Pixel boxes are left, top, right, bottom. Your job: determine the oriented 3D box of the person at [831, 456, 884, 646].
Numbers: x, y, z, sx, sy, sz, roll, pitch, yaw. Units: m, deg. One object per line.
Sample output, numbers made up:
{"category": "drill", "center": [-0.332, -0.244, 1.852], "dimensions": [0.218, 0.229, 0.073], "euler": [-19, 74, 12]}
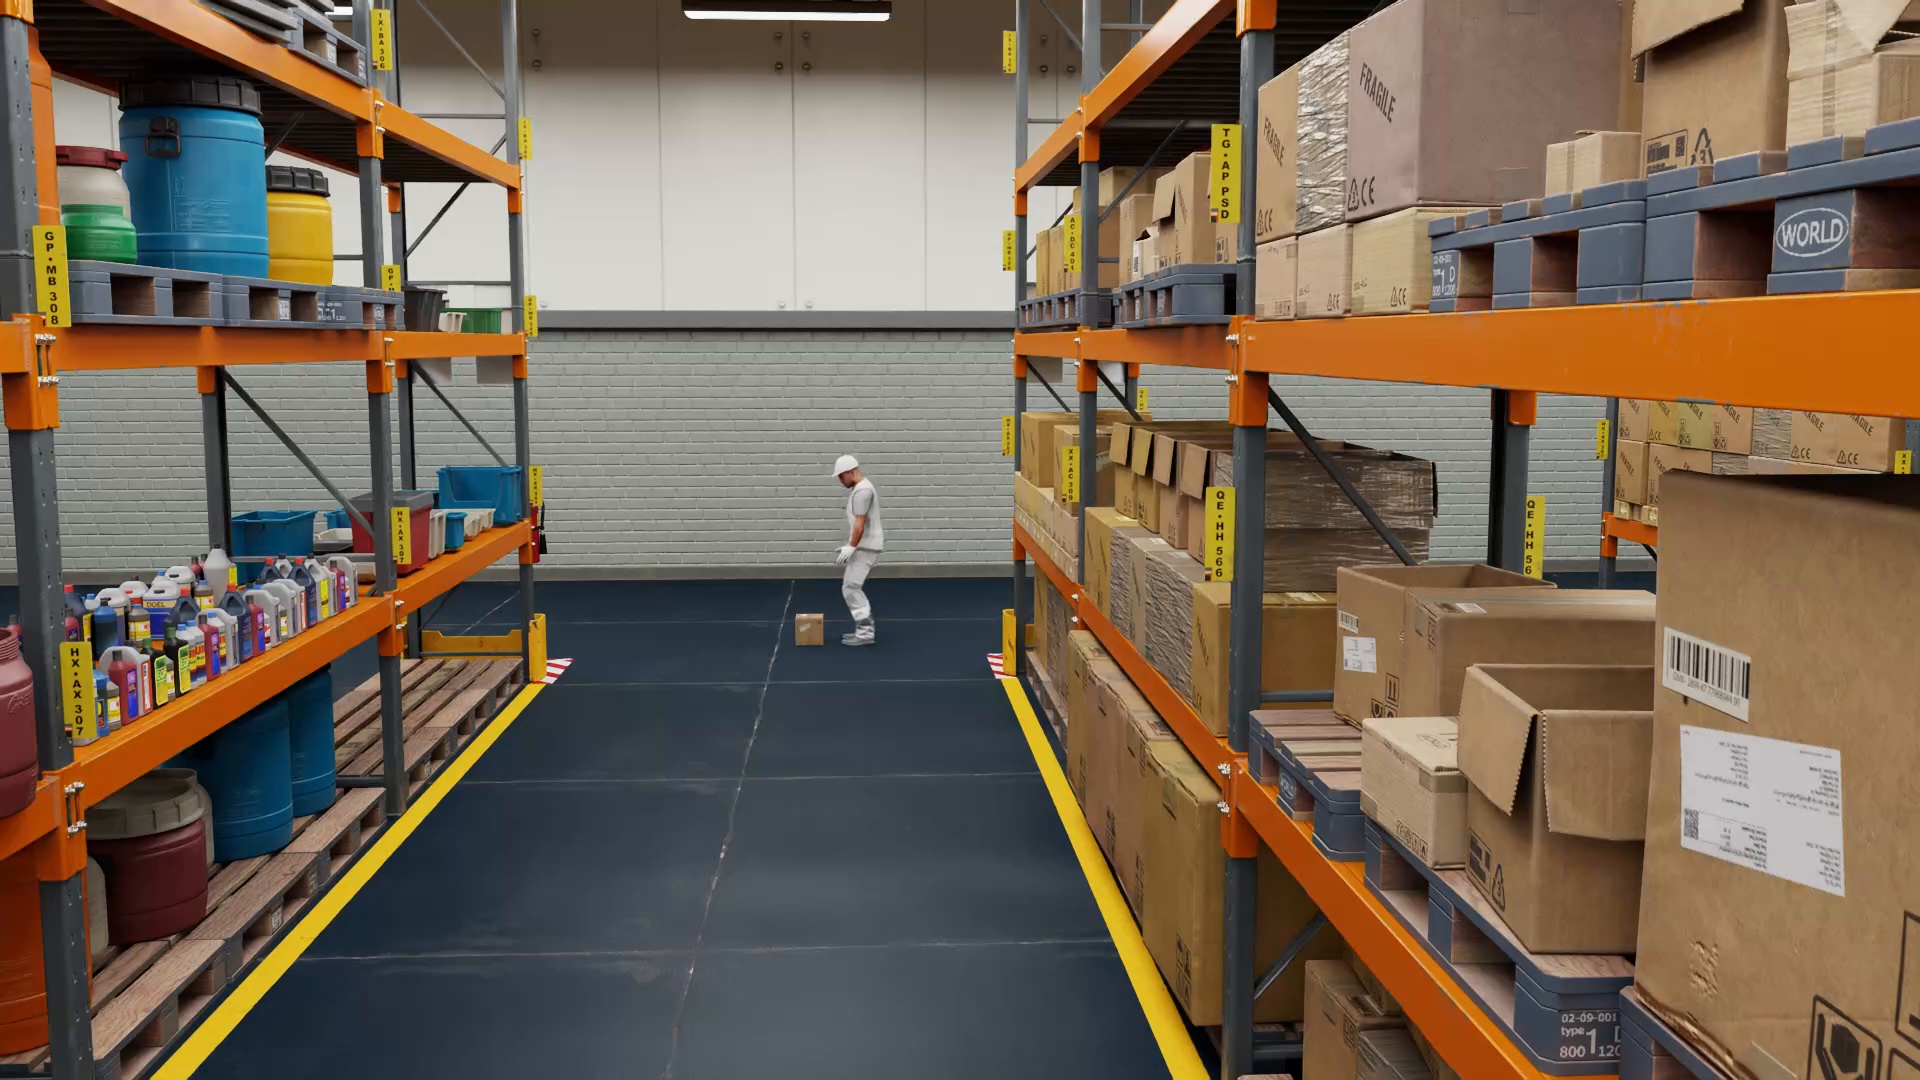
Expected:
{"category": "person", "center": [-0.933, 0.090, 15.164], "dimensions": [0.477, 1.724, 0.547], "euler": [0, 7, -2]}
